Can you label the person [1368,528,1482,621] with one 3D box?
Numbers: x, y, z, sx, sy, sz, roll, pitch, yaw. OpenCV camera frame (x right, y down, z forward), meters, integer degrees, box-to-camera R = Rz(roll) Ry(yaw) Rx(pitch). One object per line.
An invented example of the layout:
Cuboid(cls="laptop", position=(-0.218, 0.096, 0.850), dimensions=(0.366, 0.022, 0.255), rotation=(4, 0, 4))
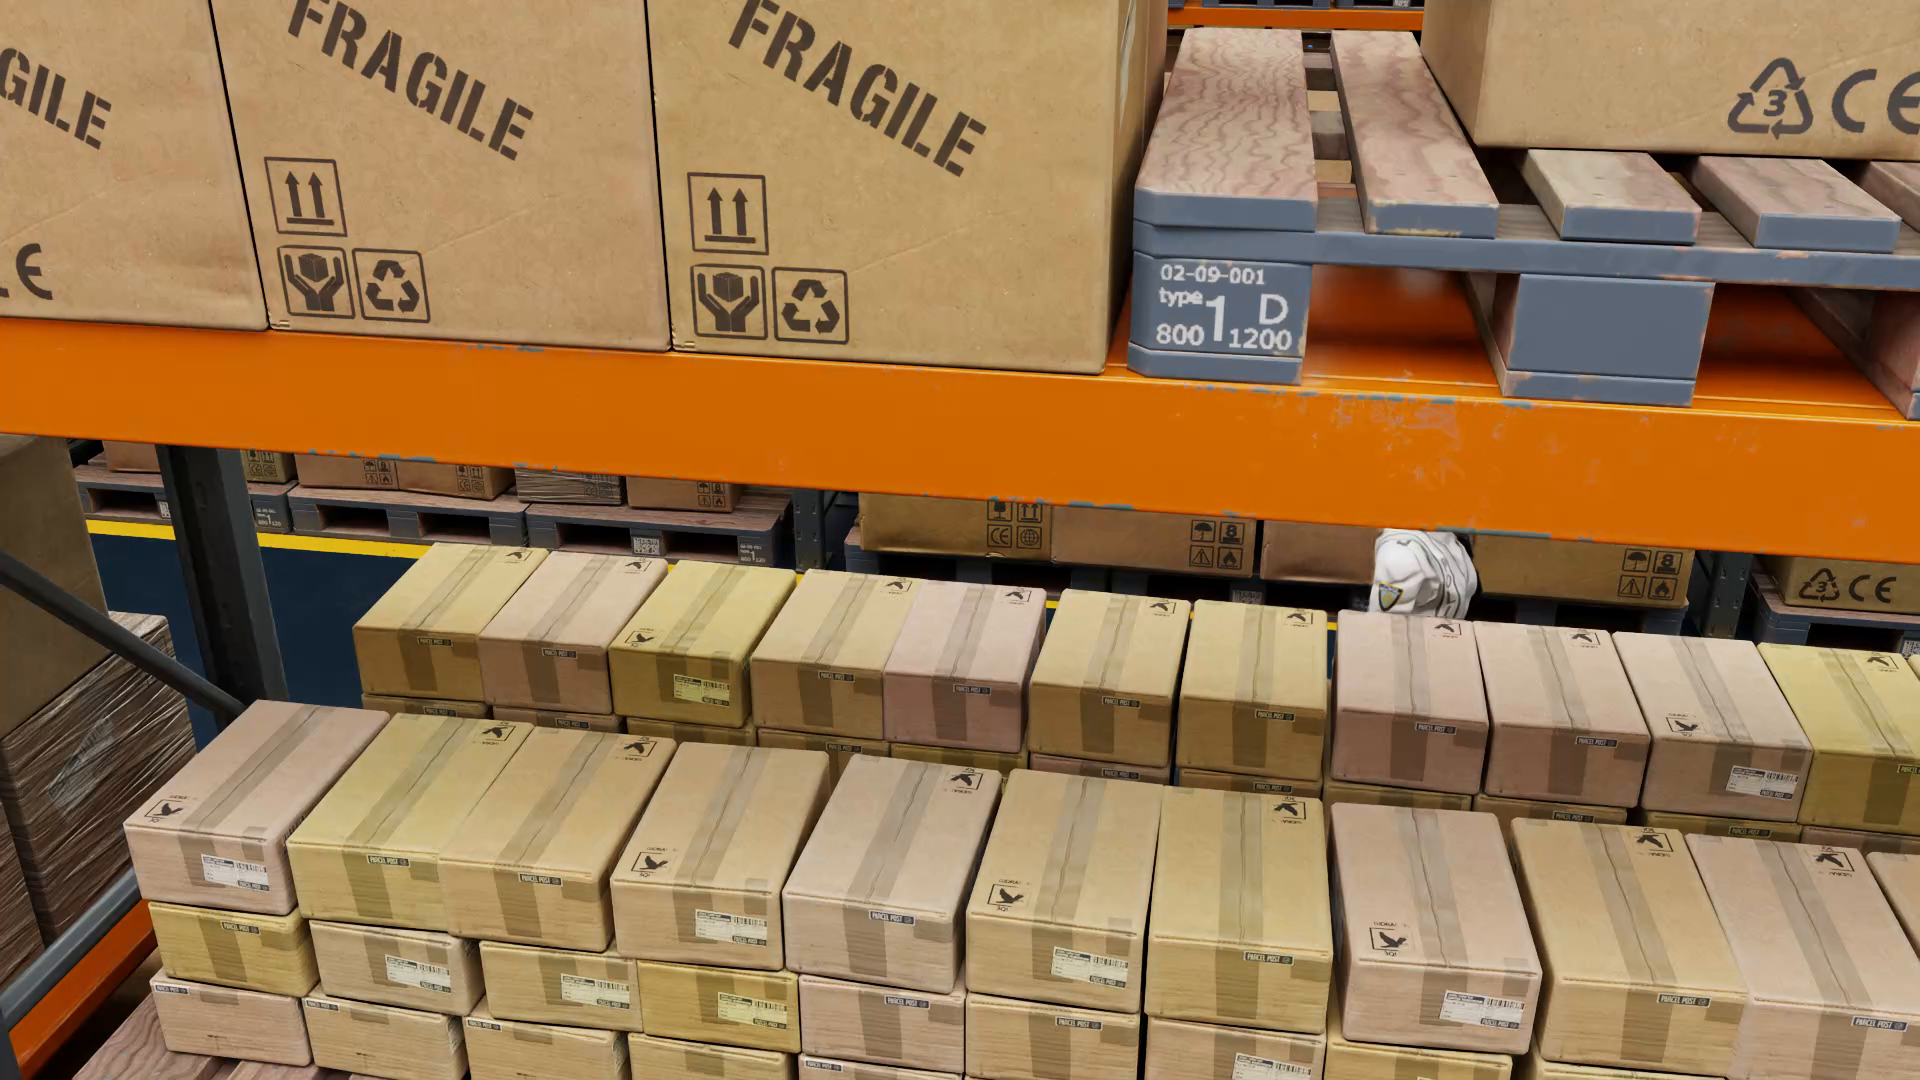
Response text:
Cuboid(cls="person", position=(1.311, 0.455, 5.104), dimensions=(0.434, 1.665, 0.599), rotation=(12, 28, 24))
